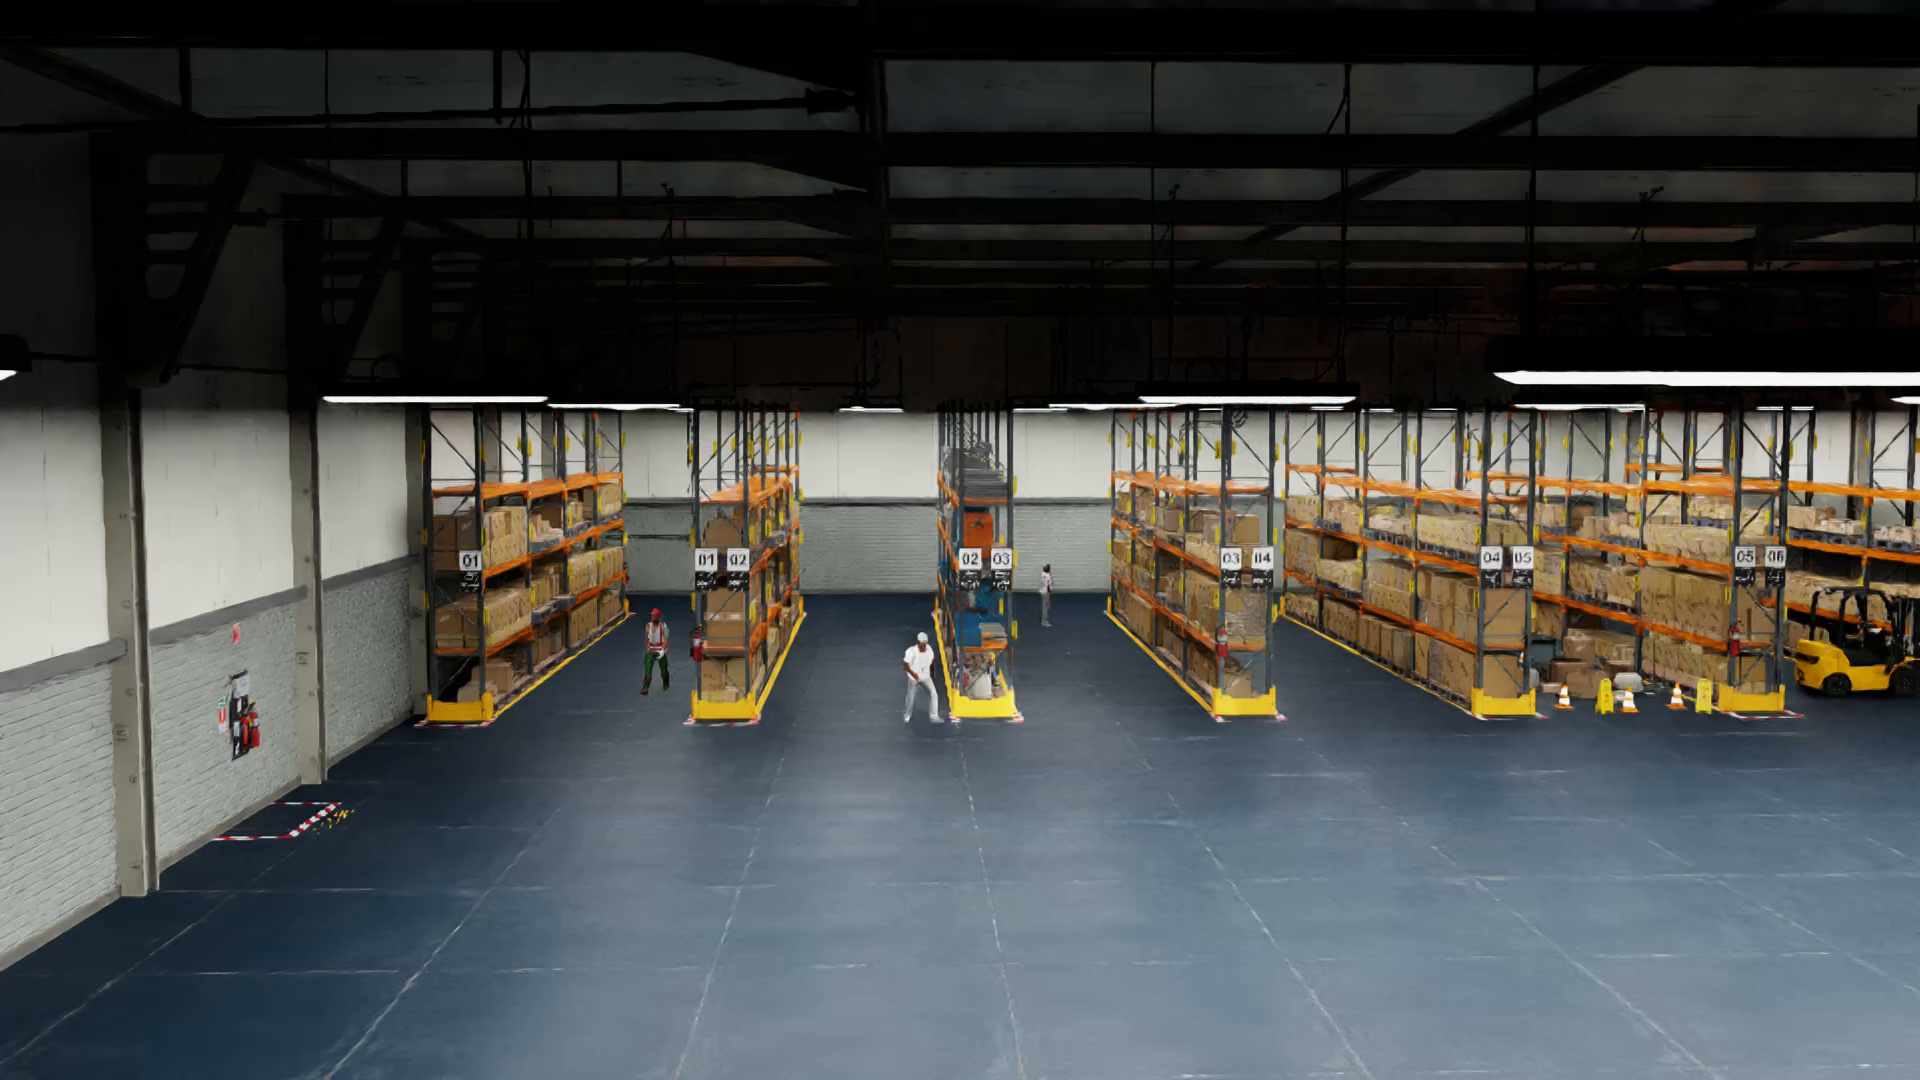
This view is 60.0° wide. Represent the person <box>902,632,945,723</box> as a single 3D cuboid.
[{"bbox_3d":[-0.734,2.530,30.736,0.713,1.698,0.809,-2,5,-21],"label":"person"}]

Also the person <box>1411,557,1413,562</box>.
[{"bbox_3d":[13.135,1.273,47.893,0.534,1.646,0.606,-1,5,-18],"label":"person"}]

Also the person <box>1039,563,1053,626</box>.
[{"bbox_3d":[2.324,1.464,44.882,0.373,1.677,0.588,-1,5,-18],"label":"person"}]

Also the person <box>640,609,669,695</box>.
[{"bbox_3d":[-6.207,2.267,33.991,0.533,1.728,1.036,1,4,7],"label":"person"}]
